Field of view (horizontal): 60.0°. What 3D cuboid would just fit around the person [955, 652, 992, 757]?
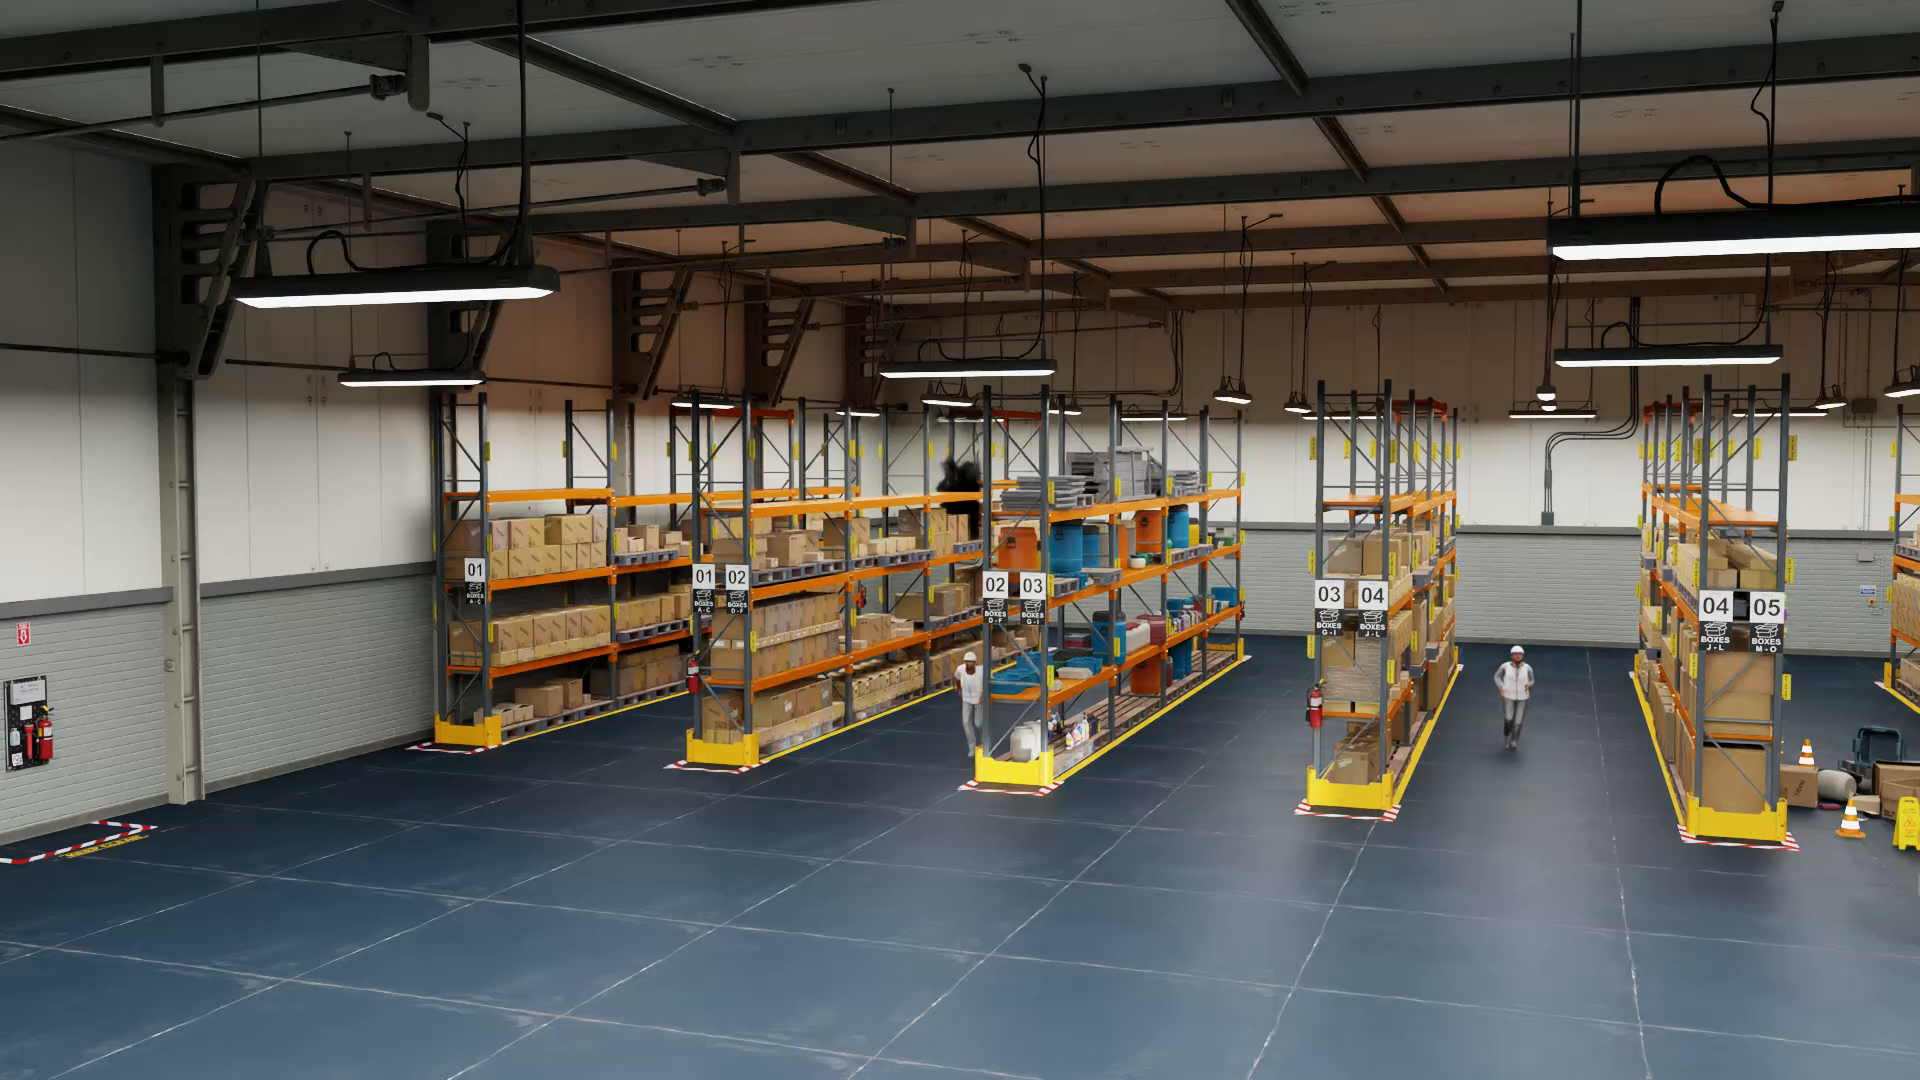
[{"bbox_3d":[0.262,2.702,27.663,0.706,1.756,0.936,1,3,22],"label":"person"}]

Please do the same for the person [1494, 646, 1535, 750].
[{"bbox_3d":[9.284,2.643,27.804,0.634,1.753,0.675,1,3,10],"label":"person"}]
